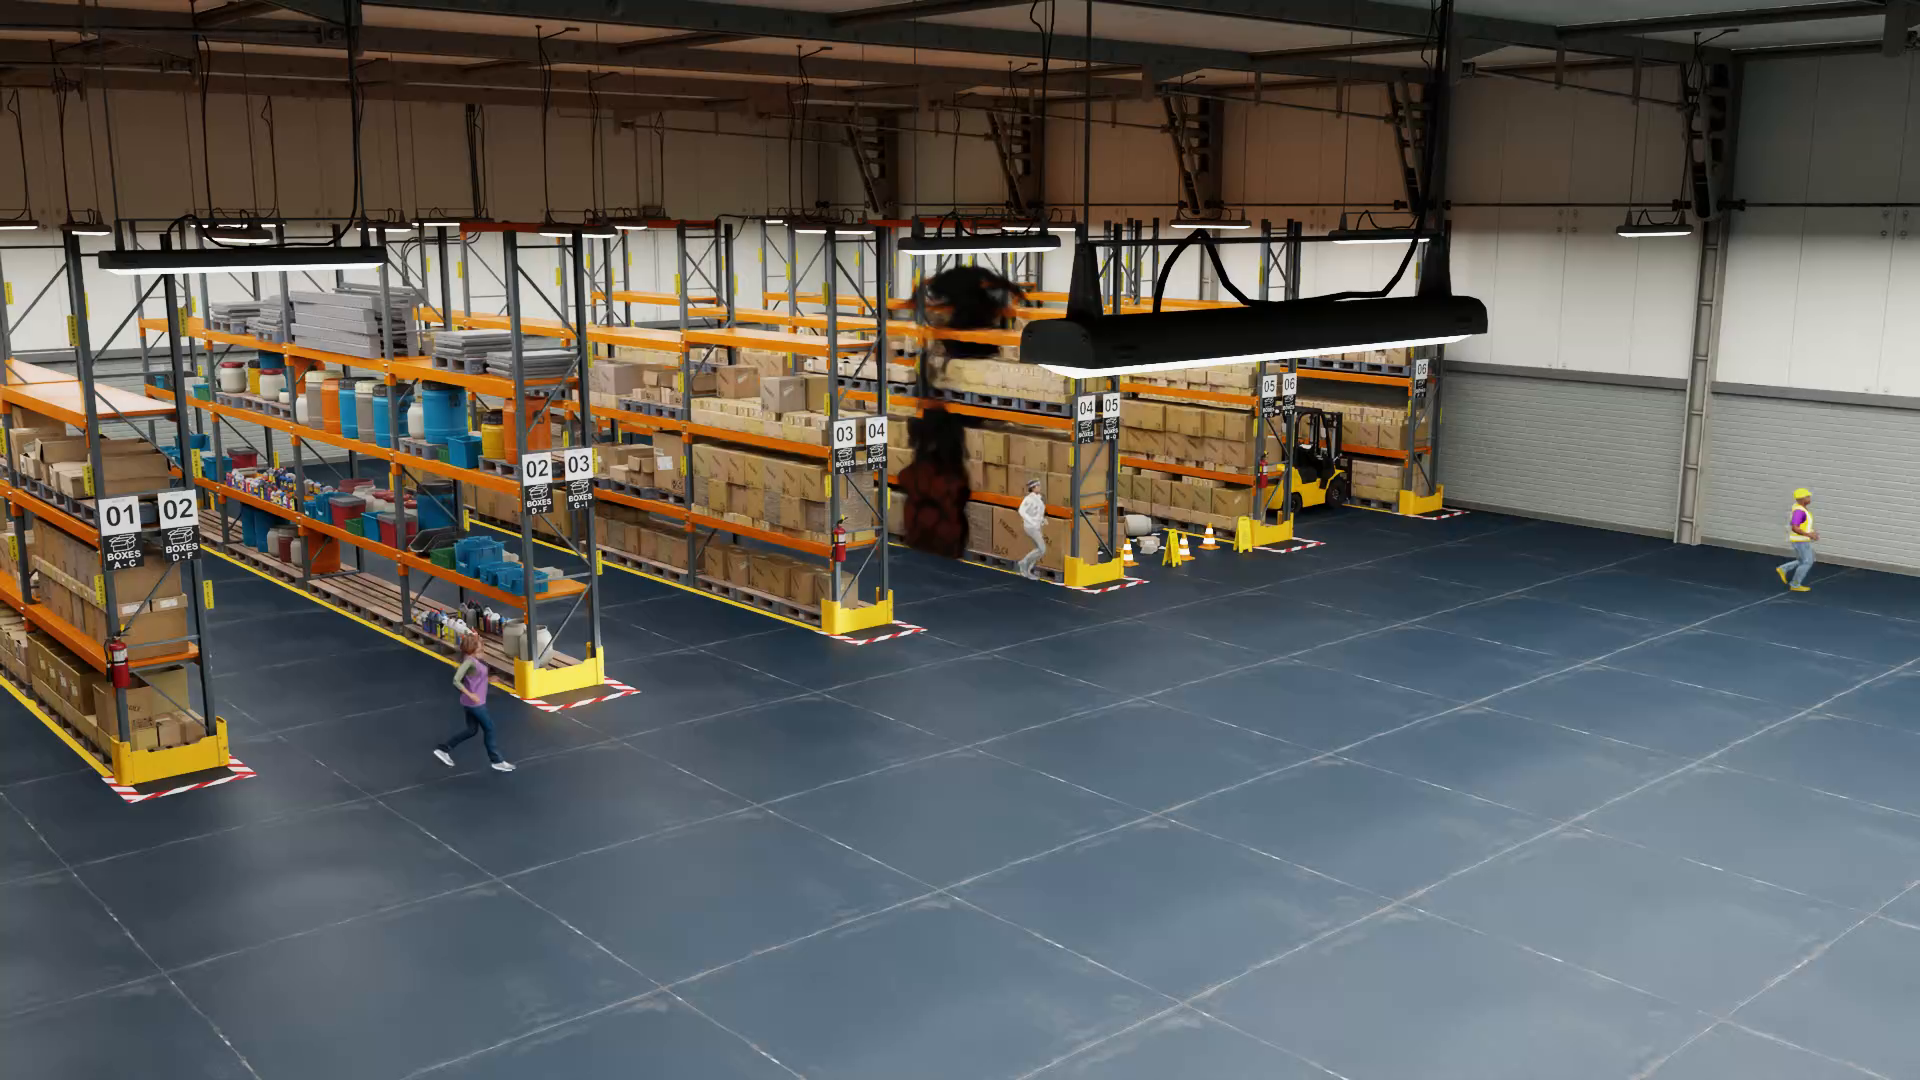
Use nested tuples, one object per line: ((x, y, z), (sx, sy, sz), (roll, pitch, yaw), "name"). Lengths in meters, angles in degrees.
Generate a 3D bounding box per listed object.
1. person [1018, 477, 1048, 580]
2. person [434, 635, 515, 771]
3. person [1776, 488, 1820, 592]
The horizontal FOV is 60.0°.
((1.227, -0.197, 27.245), (0.466, 1.678, 0.650), (5, 12, 22), "person")
((-5.483, 1.849, 18.654), (0.875, 1.602, 0.542), (-4, 12, -19), "person")
((13.903, -0.006, 27.549), (0.606, 1.718, 0.697), (6, 13, 27), "person")
